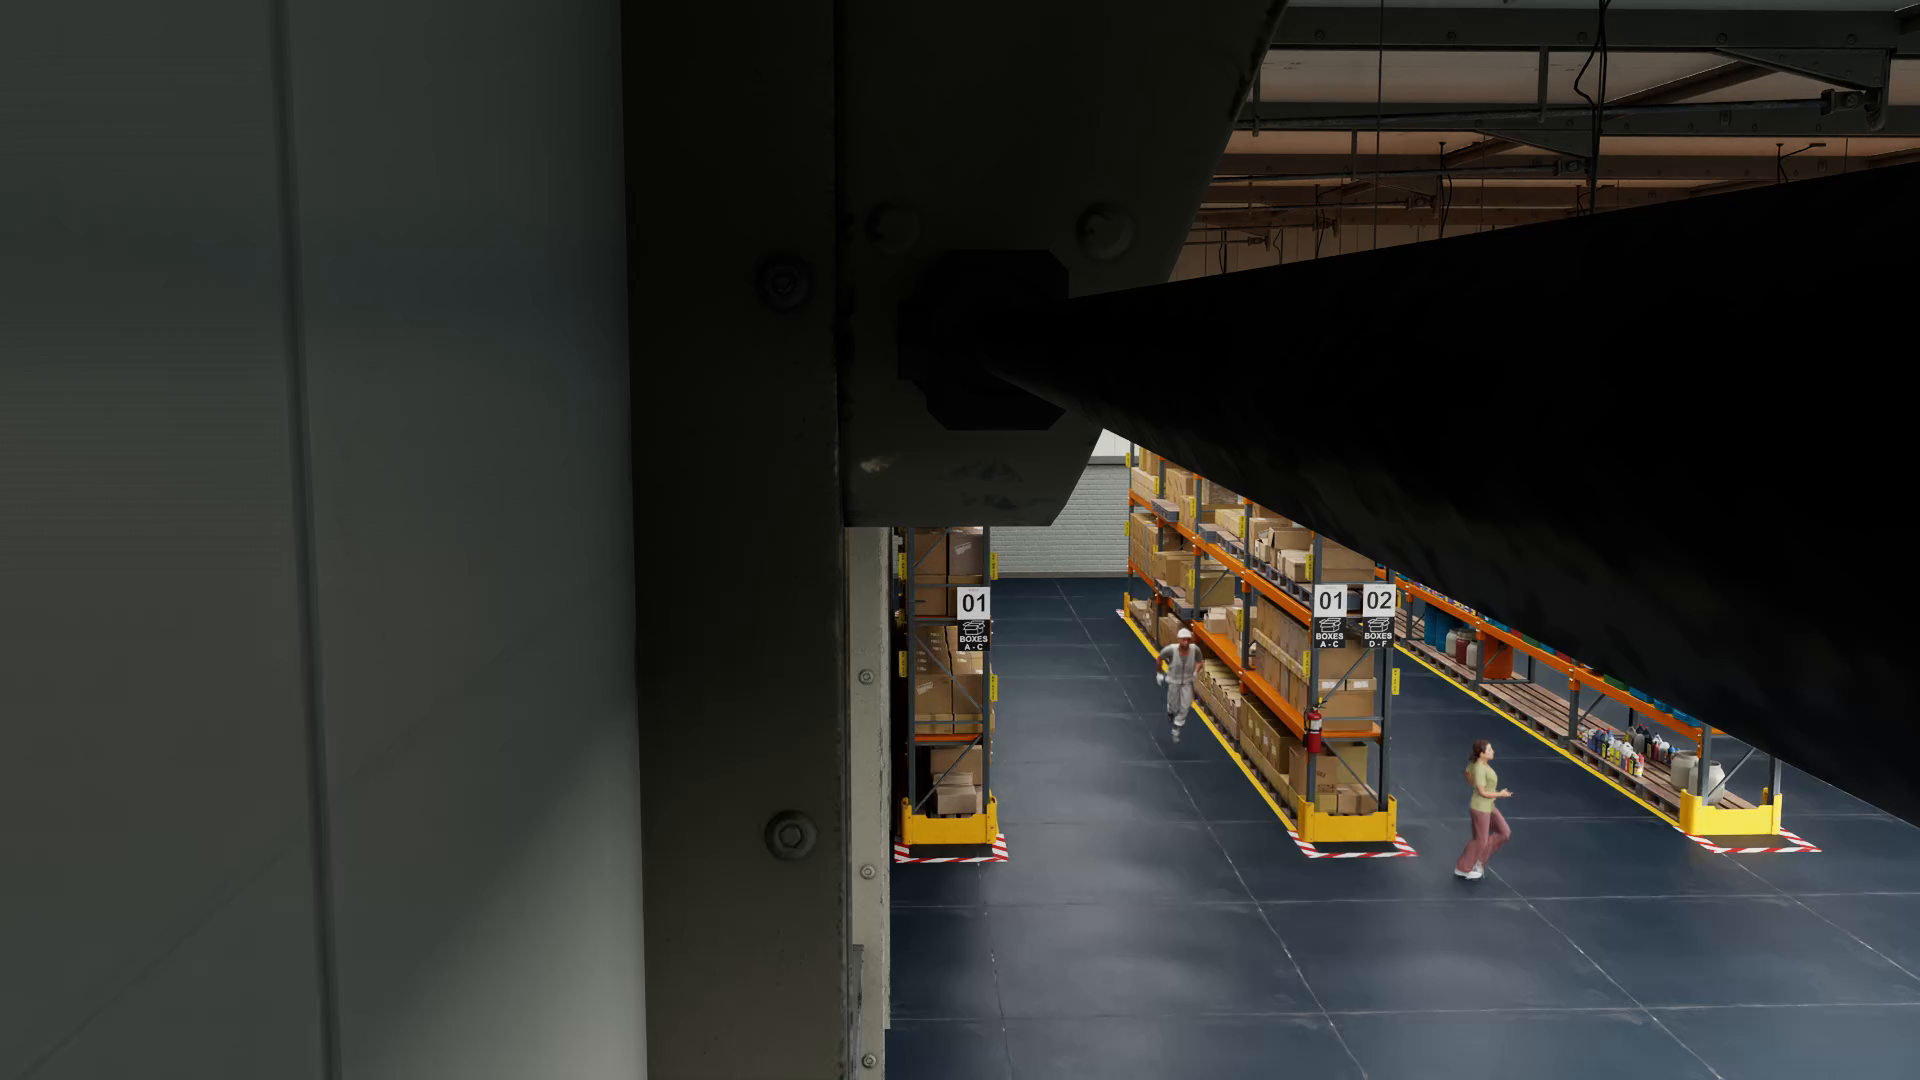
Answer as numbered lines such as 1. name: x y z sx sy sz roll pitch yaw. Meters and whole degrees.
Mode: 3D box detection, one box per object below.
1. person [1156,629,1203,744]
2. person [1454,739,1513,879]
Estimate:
1. person: 3.205 2.101 24.331 0.655 1.713 0.808 -1 7 -11
2. person: 5.998 3.087 19.015 0.616 1.614 0.556 3 8 24
